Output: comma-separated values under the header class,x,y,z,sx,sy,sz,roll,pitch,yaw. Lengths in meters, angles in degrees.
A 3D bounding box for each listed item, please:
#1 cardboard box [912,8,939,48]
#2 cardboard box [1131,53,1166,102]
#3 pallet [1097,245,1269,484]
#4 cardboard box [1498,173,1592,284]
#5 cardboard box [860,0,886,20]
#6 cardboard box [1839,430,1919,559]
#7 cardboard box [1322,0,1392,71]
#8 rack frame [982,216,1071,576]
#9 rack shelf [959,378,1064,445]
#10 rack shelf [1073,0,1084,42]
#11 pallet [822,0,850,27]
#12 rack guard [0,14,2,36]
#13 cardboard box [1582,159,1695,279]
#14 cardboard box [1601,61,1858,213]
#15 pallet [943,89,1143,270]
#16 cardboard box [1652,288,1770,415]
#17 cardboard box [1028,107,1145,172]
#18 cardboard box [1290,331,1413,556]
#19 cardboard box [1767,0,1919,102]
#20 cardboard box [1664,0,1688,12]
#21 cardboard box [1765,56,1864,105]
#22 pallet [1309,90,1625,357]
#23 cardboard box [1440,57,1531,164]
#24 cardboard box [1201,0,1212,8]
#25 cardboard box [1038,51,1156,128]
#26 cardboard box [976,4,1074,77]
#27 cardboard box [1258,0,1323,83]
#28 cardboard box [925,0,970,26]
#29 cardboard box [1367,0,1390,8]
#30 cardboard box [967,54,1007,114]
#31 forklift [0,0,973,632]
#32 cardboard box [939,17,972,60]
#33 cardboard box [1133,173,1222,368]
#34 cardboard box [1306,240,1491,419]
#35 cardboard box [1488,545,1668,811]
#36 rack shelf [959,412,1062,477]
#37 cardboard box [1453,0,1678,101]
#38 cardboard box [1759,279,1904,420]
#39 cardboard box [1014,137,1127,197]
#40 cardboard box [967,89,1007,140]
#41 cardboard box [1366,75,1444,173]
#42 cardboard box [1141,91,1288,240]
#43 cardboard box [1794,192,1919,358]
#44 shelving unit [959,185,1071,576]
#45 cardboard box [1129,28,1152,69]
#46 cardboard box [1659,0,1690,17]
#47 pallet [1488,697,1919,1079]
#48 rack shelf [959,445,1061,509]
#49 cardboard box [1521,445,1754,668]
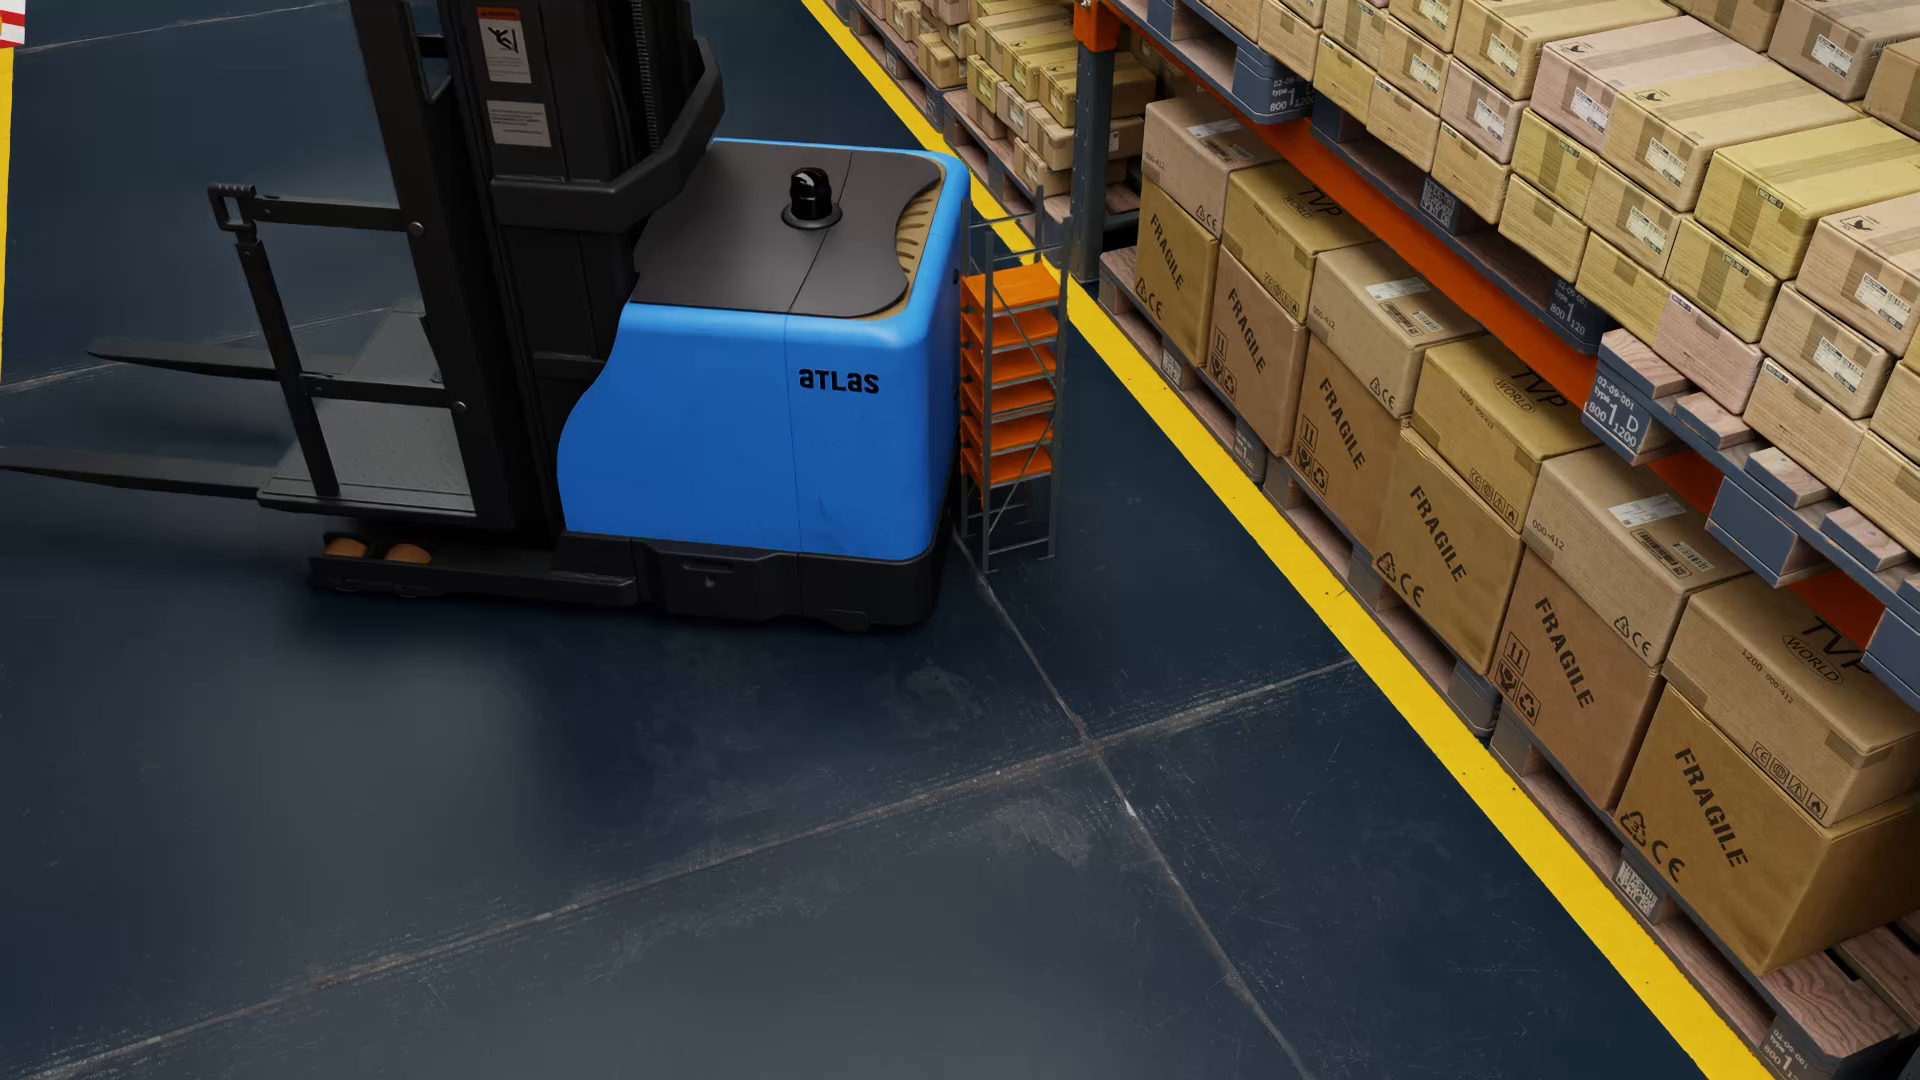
class,x,y,z,sx,sy,sz,roll,pitch,yaw
cardboard box,0.001,-2.299,7.487,0.380,0.149,0.250,-14,43,-16
cardboard box,0.877,-1.891,6.785,0.380,0.149,0.250,-15,43,-17
pallet,1.199,-0.746,5.956,1.003,0.211,1.213,-15,43,-17
cardboard box,1.428,-0.727,3.665,0.380,0.149,0.250,-17,44,-19
cardboard box,-0.252,-2.596,7.833,0.380,0.149,0.250,-17,44,-19
cardboard box,1.817,-0.109,2.947,0.380,0.149,0.250,-14,43,-16
cardboard box,1.132,-1.308,4.113,0.380,0.149,0.250,-16,43,-18
rack frame,0.181,-0.375,4.765,0.240,1.200,0.006,-14,43,-16
rack shelf,0.148,-0.397,4.859,0.258,0.103,0.180,-14,43,-16
rack shelf,0.134,-3.204,7.227,1.077,0.370,4.000,-15,43,-17
pallet,-0.324,-3.080,8.670,1.003,0.211,1.213,-15,43,-17
rack guard,-5.261,-2.572,7.857,1.175,0.500,0.348,-15,43,-17
cardboard box,1.518,-0.692,3.397,0.380,0.149,0.250,-15,43,-17
cardboard box,1.519,-0.803,3.297,0.380,0.149,0.250,-14,43,-16
pallet,0.610,-1.611,6.961,1.003,0.211,1.213,-15,43,-17
cardboard box,1.624,-0.414,3.301,0.380,0.149,0.250,-14,43,-16
cardboard box,0.485,-1.574,6.416,0.380,0.149,0.250,-14,43,-16
cardboard box,1.354,-0.342,4.942,0.500,0.500,0.500,-14,43,-16
cardboard box,2.031,-1.111,3.656,0.380,0.149,0.250,-13,42,-15
cardboard box,1.836,-1.421,4.017,0.380,0.149,0.250,-16,43,-17
cardboard box,2.028,-1.006,3.761,0.380,0.149,0.250,-15,43,-17
pallet,1.635,-0.972,4.227,1.003,0.211,1.213,-15,43,-17
cardboard box,1.325,-1.000,3.755,0.380,0.149,0.250,-14,43,-16
cardboard box,0.829,-1.667,4.759,0.380,0.149,0.250,-15,43,-17
cardboard box,0.523,-1.725,6.364,0.380,0.149,0.250,-14,43,-16
cardboard box,0.287,-2.018,6.704,0.380,0.149,0.250,-15,43,-17
cardboard box,1.022,-1.362,4.404,0.380,0.149,0.250,-17,44,-19
cardboard box,0.071,-2.333,7.071,0.380,0.149,0.250,-17,44,-19
cardboard box,1.121,-1.431,4.028,0.380,0.149,0.250,-14,43,-15
cardboard box,0.252,-1.891,6.784,0.380,0.149,0.250,-17,43,-18
forklift,-1.515,-1.272,4.481,3.031,2.935,1.130,5,41,6
cardboard box,0.131,-2.215,7.161,0.380,0.149,0.250,-14,43,-16
cardboard box,0.937,-0.972,5.675,0.500,0.500,0.500,-14,43,-15
cardboard box,1.335,-0.628,4.700,0.500,0.250,0.500,-14,43,-15
cardboard box,1.742,0.281,4.218,0.500,0.500,0.500,-13,42,-15
rack shelf,0.148,-0.306,4.937,0.258,0.103,0.180,-14,43,-16
cardboard box,1.326,-1.112,3.657,0.380,0.149,0.250,-13,42,-15
cardboard box,1.717,-0.384,3.038,0.380,0.149,0.250,-14,43,-15
cardboard box,0.435,-1.502,6.560,0.380,0.149,0.250,-15,43,-16
cardboard box,0.252,-1.822,6.933,0.380,0.149,0.250,-16,43,-18
cardboard box,1.223,-1.046,4.037,0.380,0.149,0.250,-17,44,-19
cardboard box,0.938,-1.257,5.431,0.500,0.250,0.500,-17,44,-19
cardboard box,1.725,-0.485,2.928,0.380,0.149,0.250,-16,43,-17
shelving unit,0.148,-0.430,4.830,0.258,1.200,0.189,-14,43,-16
cardboard box,0.909,-2.016,6.702,0.380,0.149,0.250,-13,42,-15
cardboard box,1.830,-1.318,4.124,0.380,0.149,0.250,-14,43,-15
pallet,2.132,0.724,4.247,1.003,0.211,1.213,-15,43,-17
rack shelf,0.148,-0.215,5.016,0.258,0.103,0.180,-14,43,-16
cardboard box,1.723,-0.006,3.977,0.500,0.250,0.500,-15,43,-16
